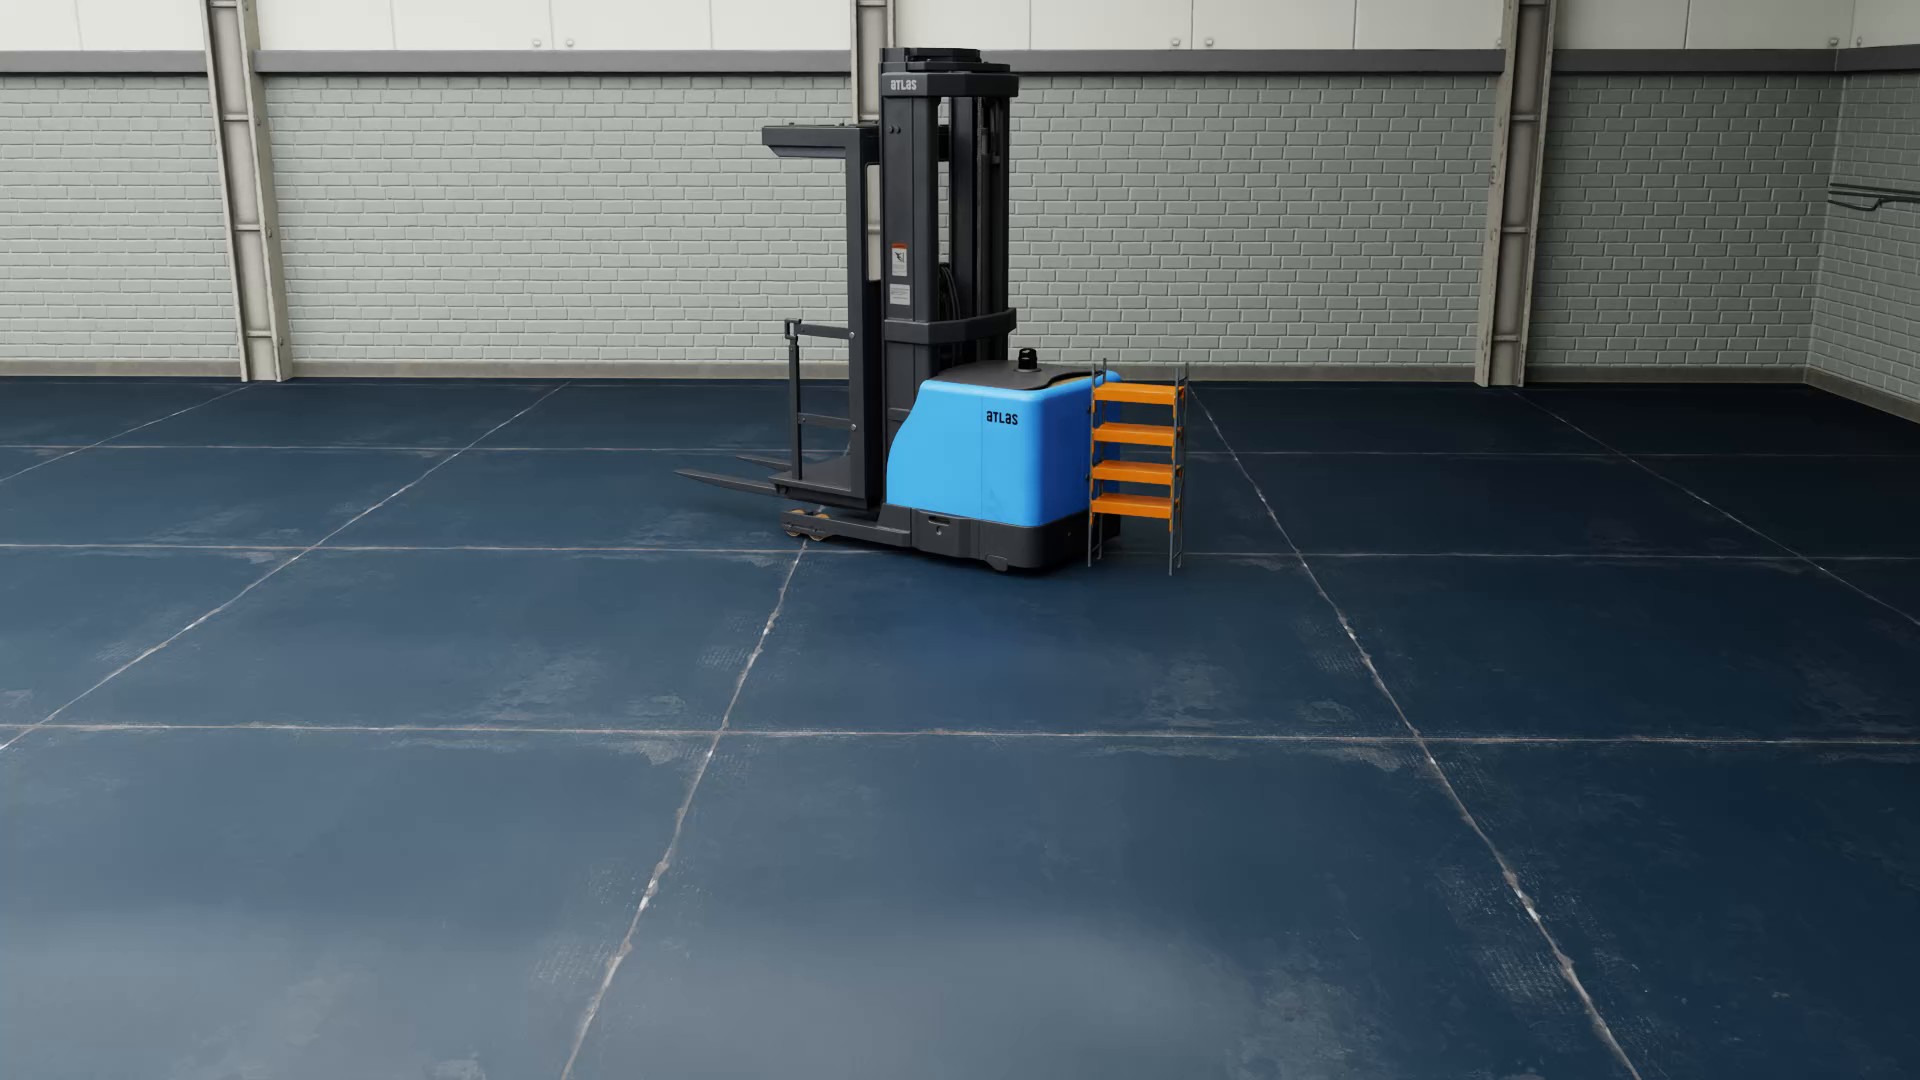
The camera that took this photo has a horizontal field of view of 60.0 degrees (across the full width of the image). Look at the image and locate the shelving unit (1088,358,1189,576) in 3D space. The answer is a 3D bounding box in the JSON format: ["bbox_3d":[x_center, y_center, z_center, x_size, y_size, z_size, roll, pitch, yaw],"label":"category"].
[{"bbox_3d":[1.027,-0.427,9.607,0.503,1.200,0.258,6,16,21],"label":"shelving unit"}]

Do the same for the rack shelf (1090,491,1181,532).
[{"bbox_3d":[1.027,-0.170,9.675,0.480,0.148,0.258,6,16,21],"label":"rack shelf"}]

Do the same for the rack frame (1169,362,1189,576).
[{"bbox_3d":[1.254,-0.404,9.521,0.015,1.200,0.240,6,16,21],"label":"rack frame"}]

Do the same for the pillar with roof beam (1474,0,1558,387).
[{"bbox_3d":[5.087,-4.760,10.740,0.400,9.000,9.100,0,15,1],"label":"pillar with roof beam"}]

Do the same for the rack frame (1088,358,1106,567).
[{"bbox_3d":[0.800,-0.450,9.693,0.015,1.200,0.240,6,16,21],"label":"rack frame"}]

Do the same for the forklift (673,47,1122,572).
[{"bbox_3d":[-0.512,-1.510,10.318,3.031,2.935,1.130,10,18,34],"label":"forklift"}]

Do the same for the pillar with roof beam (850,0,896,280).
[{"bbox_3d":[-0.911,-4.799,10.888,0.400,9.000,9.100,0,15,1],"label":"pillar with roof beam"}]

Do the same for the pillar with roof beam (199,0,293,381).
[{"bbox_3d":[-6.909,-4.838,11.036,0.400,9.000,9.100,0,15,1],"label":"pillar with roof beam"}]

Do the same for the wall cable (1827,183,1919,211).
[{"bbox_3d":[8.109,-4.000,13.946,0.112,2.526,3.097,0,15,1],"label":"wall cable"}]

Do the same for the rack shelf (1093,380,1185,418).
[{"bbox_3d":[1.027,-0.807,9.507,0.480,0.148,0.258,6,16,21],"label":"rack shelf"}]

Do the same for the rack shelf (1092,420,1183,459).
[{"bbox_3d":[1.027,-0.578,9.567,0.480,0.148,0.258,6,16,21],"label":"rack shelf"}]

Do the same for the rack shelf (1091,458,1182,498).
[{"bbox_3d":[1.027,-0.362,9.624,0.480,0.148,0.258,6,16,21],"label":"rack shelf"}]
